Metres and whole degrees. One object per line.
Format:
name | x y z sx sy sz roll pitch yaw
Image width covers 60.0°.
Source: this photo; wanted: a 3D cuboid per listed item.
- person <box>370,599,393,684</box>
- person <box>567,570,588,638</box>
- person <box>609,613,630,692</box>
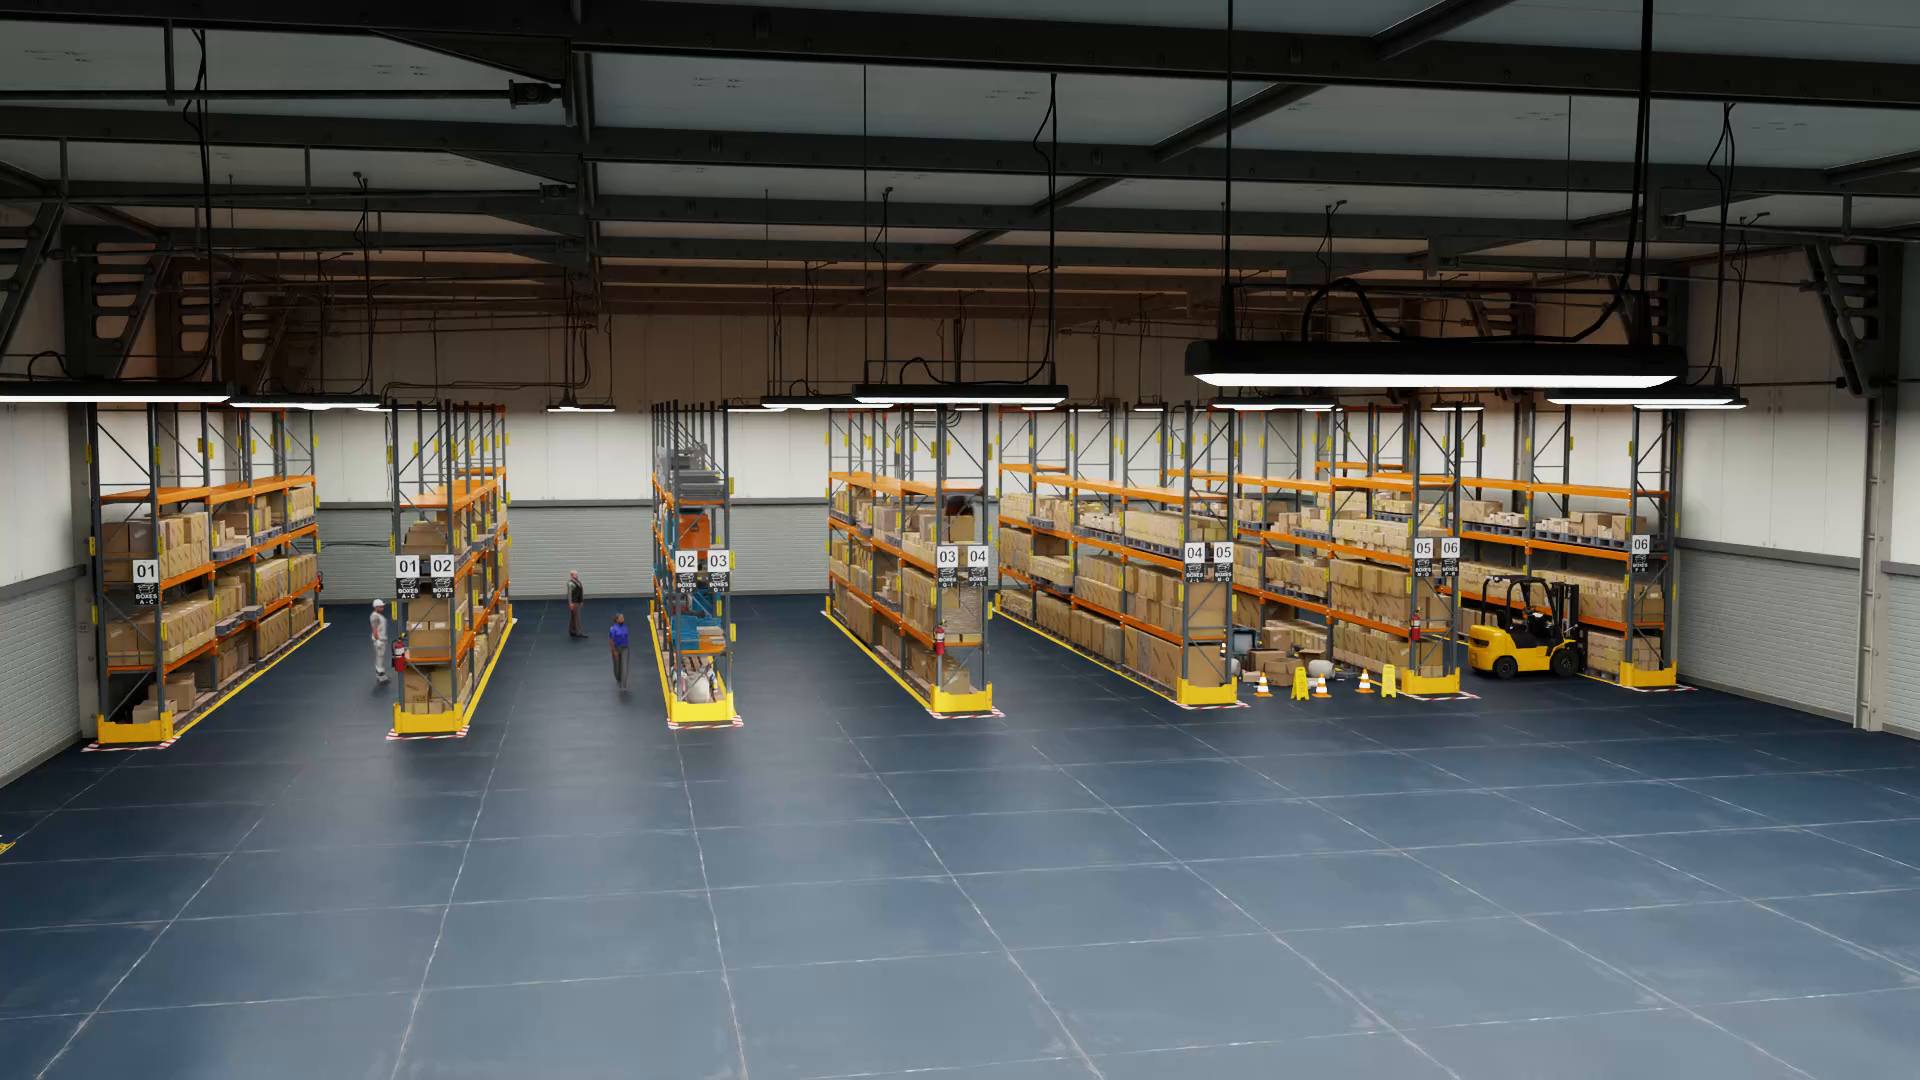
person | -12.334 2.153 35.450 0.425 1.785 0.631 -1 5 -17
person | -9.829 1.638 42.859 0.563 1.726 0.564 0 4 3
person | -7.063 2.322 34.535 0.391 1.597 0.928 0 4 -5
